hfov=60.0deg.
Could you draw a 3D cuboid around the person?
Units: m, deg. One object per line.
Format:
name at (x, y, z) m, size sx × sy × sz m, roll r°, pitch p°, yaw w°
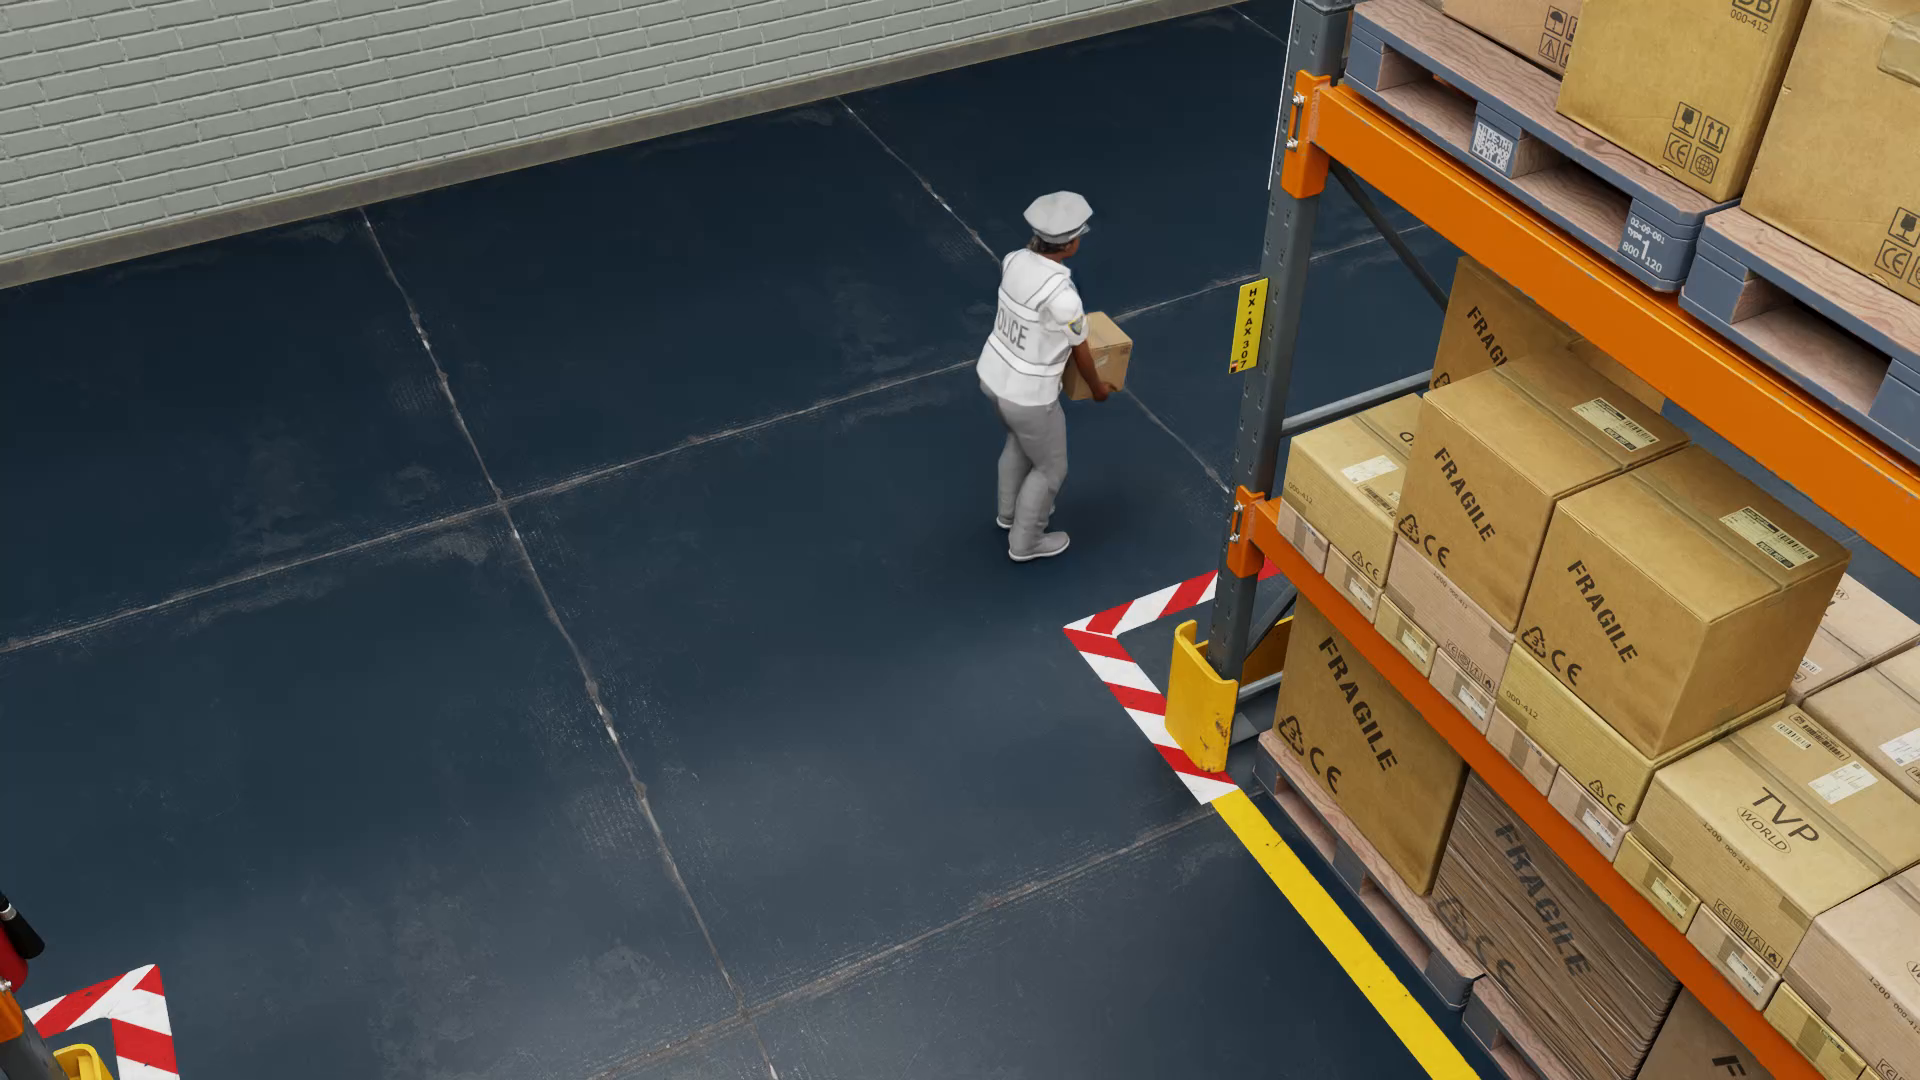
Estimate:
person at (0.348, -0.661, 6.926) m, size 0.554 × 1.646 × 0.416 m, roll -20°, pitch 45°, yaw -21°
